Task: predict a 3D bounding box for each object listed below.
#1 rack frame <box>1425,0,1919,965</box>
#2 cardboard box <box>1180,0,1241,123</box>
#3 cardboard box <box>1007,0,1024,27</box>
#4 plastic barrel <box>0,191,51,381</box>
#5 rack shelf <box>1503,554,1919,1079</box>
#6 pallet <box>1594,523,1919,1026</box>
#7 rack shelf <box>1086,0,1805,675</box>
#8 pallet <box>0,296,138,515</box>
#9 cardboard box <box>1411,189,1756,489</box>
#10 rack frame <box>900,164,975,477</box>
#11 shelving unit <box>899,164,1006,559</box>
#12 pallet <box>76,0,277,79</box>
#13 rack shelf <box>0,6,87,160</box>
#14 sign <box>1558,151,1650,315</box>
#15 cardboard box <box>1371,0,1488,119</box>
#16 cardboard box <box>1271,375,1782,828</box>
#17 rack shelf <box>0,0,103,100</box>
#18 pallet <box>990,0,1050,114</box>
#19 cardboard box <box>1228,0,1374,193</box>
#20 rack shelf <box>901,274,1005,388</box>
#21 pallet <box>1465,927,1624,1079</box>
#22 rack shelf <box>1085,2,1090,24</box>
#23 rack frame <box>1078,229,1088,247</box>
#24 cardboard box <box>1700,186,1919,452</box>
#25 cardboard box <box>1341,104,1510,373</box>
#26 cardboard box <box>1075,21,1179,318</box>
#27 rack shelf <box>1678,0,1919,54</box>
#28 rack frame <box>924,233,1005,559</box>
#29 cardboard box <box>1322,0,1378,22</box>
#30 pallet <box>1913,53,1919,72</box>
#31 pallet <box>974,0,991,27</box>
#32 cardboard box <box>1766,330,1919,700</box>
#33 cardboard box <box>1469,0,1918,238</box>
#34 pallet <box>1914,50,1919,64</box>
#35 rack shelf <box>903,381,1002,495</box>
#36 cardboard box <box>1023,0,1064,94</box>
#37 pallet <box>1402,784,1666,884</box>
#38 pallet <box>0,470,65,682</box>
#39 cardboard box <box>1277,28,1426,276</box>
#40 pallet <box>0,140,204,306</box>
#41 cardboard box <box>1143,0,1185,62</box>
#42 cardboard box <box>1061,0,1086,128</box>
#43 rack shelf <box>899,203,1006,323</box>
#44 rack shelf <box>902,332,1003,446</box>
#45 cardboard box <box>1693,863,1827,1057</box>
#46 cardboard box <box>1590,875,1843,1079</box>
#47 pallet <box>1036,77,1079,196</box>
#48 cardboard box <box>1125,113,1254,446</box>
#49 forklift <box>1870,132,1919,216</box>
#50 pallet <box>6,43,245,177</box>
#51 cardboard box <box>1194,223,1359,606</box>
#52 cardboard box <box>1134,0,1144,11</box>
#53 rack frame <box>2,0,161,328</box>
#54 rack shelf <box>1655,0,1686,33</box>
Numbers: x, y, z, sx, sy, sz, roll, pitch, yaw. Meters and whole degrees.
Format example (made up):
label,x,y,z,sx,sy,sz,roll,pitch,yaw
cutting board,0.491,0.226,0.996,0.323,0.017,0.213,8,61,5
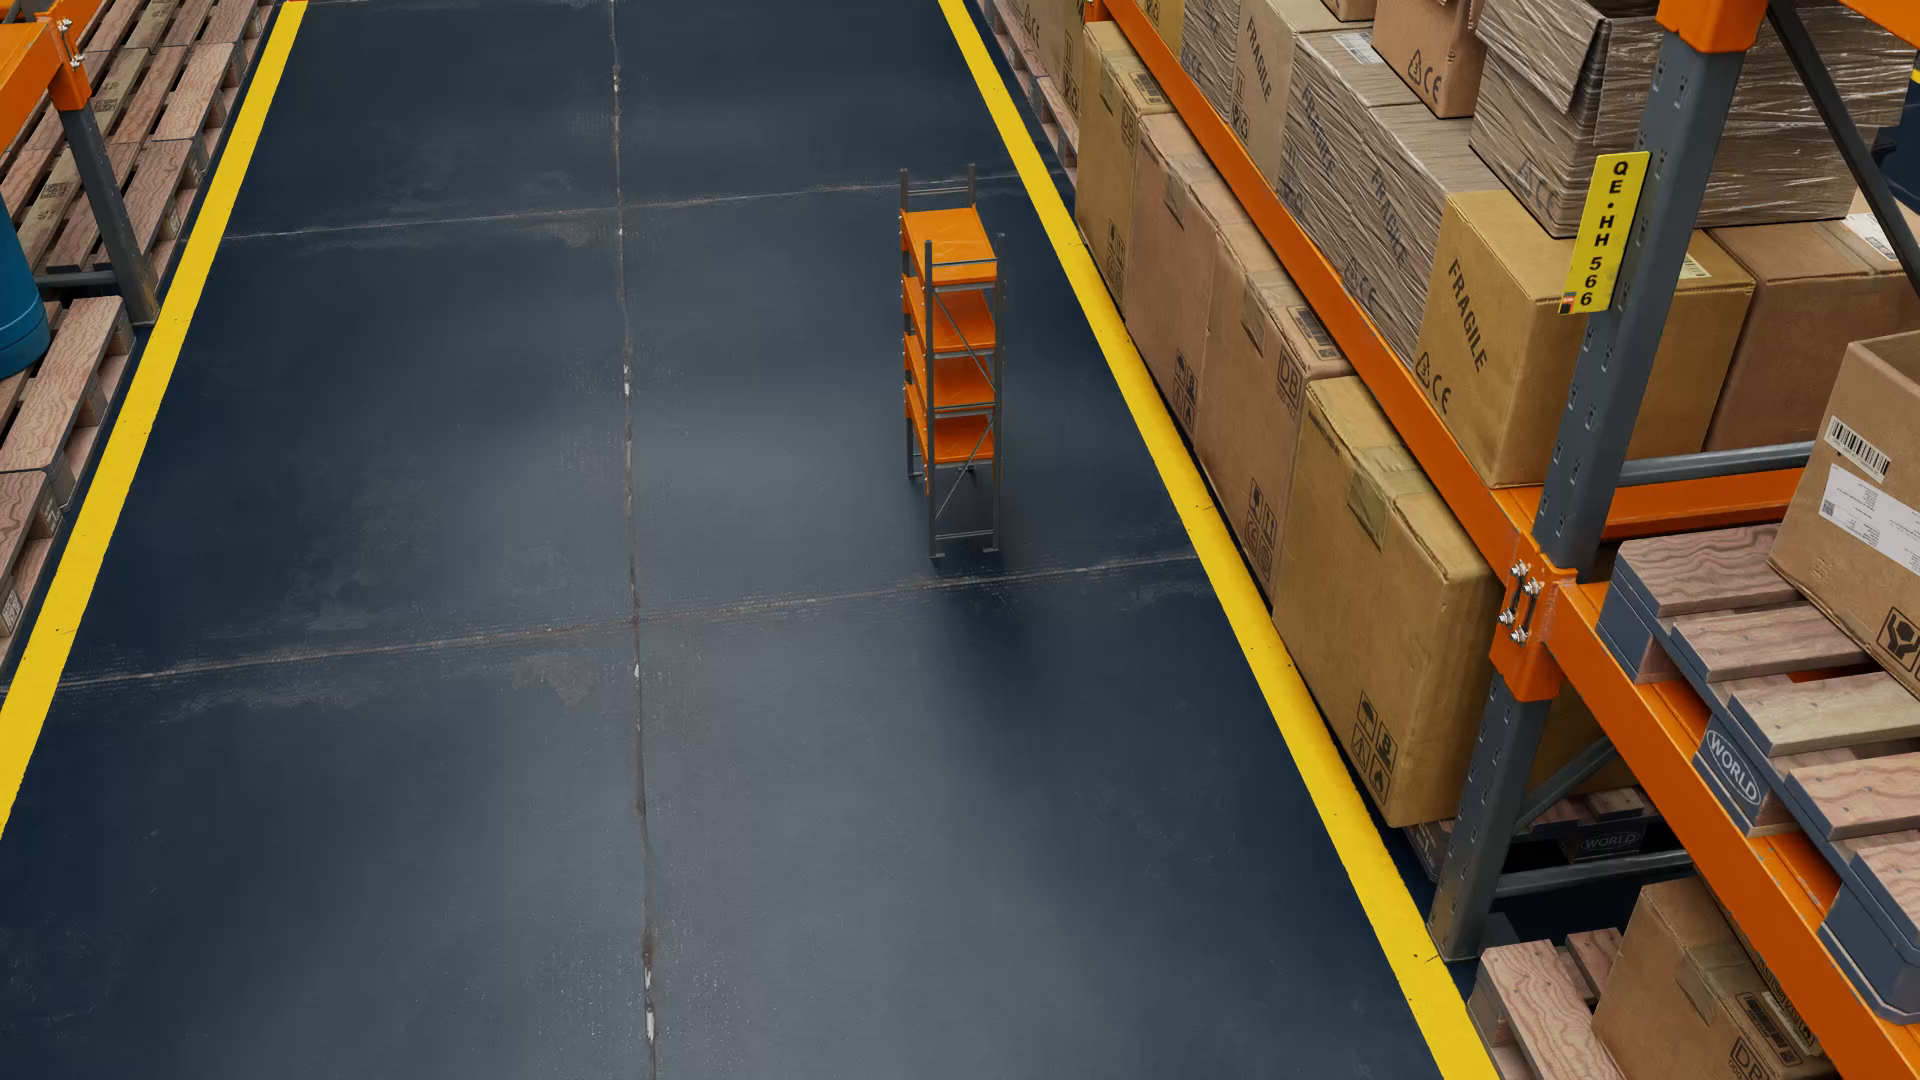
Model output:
label,x,y,z,sx,sy,sz,roll,pitch,yaw
rack frame,1.740,-0.170,3.524,1.000,3.000,0.127,-6,38,-8
cardboard box,1.050,-1.715,5.431,0.500,0.500,0.500,-7,38,-9
cardboard box,0.688,-3.401,9.073,0.875,0.875,0.875,-6,38,-8
plastic barrel,-3.759,-1.060,6.038,0.600,0.901,0.708,-6,38,-8
rack shelf,2.091,1.322,2.190,1.077,0.370,4.000,-6,38,-8
pallet,1.970,0.324,3.044,1.213,0.211,1.003,-6,38,-8
rack shelf,1.389,-1.094,5.300,1.077,0.370,4.000,-6,38,-8
pallet,-3.743,-0.482,6.198,1.003,0.211,1.213,-6,38,-8
cardboard box,1.410,-0.481,3.843,0.500,0.500,0.500,-5,38,-7
rack frame,-0.072,-0.721,5.700,0.240,1.200,0.015,-6,38,-8
shelving unit,-0.029,-0.574,5.511,0.258,1.200,0.503,-6,38,-8
pallet,-4.432,-2.866,9.267,1.003,0.211,1.213,-6,38,-8
rack shelf,-3.487,-0.561,4.614,1.077,0.370,4.000,-6,38,-8
sign,1.194,-0.566,3.090,0.100,0.325,0.005,-6,38,-8
cardboard box,1.516,-1.443,4.263,0.797,0.503,0.637,-5,38,-7
cardboard box,1.640,0.084,4.587,1.225,0.875,0.875,-8,39,-10
rack shelf,-4.188,-2.977,7.724,1.077,0.370,4.000,-6,38,-8
pallet,0.765,-2.691,9.042,1.003,0.211,1.213,-6,38,-8
cardboard box,1.145,-1.404,5.030,0.500,0.500,0.500,-6,38,-7
rack shelf,-0.029,-0.697,5.415,0.258,0.148,0.480,-6,38,-8
pallet,1.876,1.403,3.772,1.003,0.211,1.213,-6,38,-8
rack shelf,0.688,-3.510,8.410,1.077,0.370,4.000,-6,38,-8
rack frame,1.039,-2.586,6.634,1.000,3.000,0.127,-6,38,-8
cardboard box,1.923,-0.533,3.909,0.500,0.500,0.500,-5,38,-7
cardboard box,1.328,-0.783,4.231,0.500,0.500,0.500,-7,38,-8
cardboard box,1.171,-1.529,6.662,1.225,0.875,0.875,-6,38,-8
rack shelf,2.091,0.137,1.270,1.077,0.370,4.000,-6,38,-8
rack frame,0.014,-0.426,5.321,0.240,1.200,0.015,-6,38,-8
cardboard box,1.392,-1.848,4.784,0.797,0.503,0.637,-5,38,-6
pallet,5.787,-2.359,8.615,1.003,0.211,1.213,-6,38,-8
pallet,0.555,-3.427,9.989,1.003,0.211,1.213,-6,38,-8
cardboard box,1.874,-0.054,2.950,0.500,0.500,0.500,-11,39,-14
cardboard box,1.628,-1.049,3.756,0.797,0.503,0.637,-5,38,-6
pallet,5.570,-3.098,9.565,1.003,0.211,1.213,-6,38,-8
rack shelf,-0.029,-0.364,5.674,0.258,0.148,0.480,-6,38,-8
cardboard box,0.844,-2.864,8.381,0.875,0.875,0.875,-6,38,-8
pallet,1.676,0.447,5.003,1.003,0.211,1.213,-6,38,-8
pallet,-3.526,0.257,5.248,1.003,0.211,1.213,-6,38,-8
cardboard box,1.234,-1.096,4.635,0.500,0.500,0.500,-7,38,-9
pallet,-4.005,-1.392,7.370,1.003,0.211,1.213,-6,38,-8
cardboard box,0.962,-2.017,5.820,0.500,0.500,0.500,-6,38,-8
cardboard box,1.002,-2.320,7.681,0.875,0.875,0.875,-6,38,-8
rack shelf,-0.029,-0.884,5.270,0.258,0.148,0.480,-6,38,-8
rack shelf,-0.029,-0.521,5.552,0.258,0.148,0.480,-6,38,-8
cardboard box,1.887,0.748,3.409,0.500,0.250,0.500,-5,38,-6
cardboard box,1.877,1.046,3.638,0.700,0.500,0.500,-8,39,-10
pallet,0.982,-1.953,8.092,1.003,0.211,1.213,-6,38,-8
cardboard box,1.328,-0.989,5.968,1.225,0.875,0.875,-7,38,-10
forklift,3.534,-2.797,6.961,1.130,2.935,3.031,-14,40,-17
pallet,-4.222,-2.131,8.321,1.003,0.211,1.213,-6,38,-8
cardboard box,1.491,-0.455,5.281,1.225,0.875,0.875,-6,38,-8
cardboard box,0.873,-2.321,6.211,0.500,0.500,0.500,-6,38,-8
rack frame,-3.838,-2.054,5.948,1.000,3.000,0.127,-6,38,-8
rack shelf,1.389,-2.279,4.380,1.077,0.370,4.000,-6,38,-8
